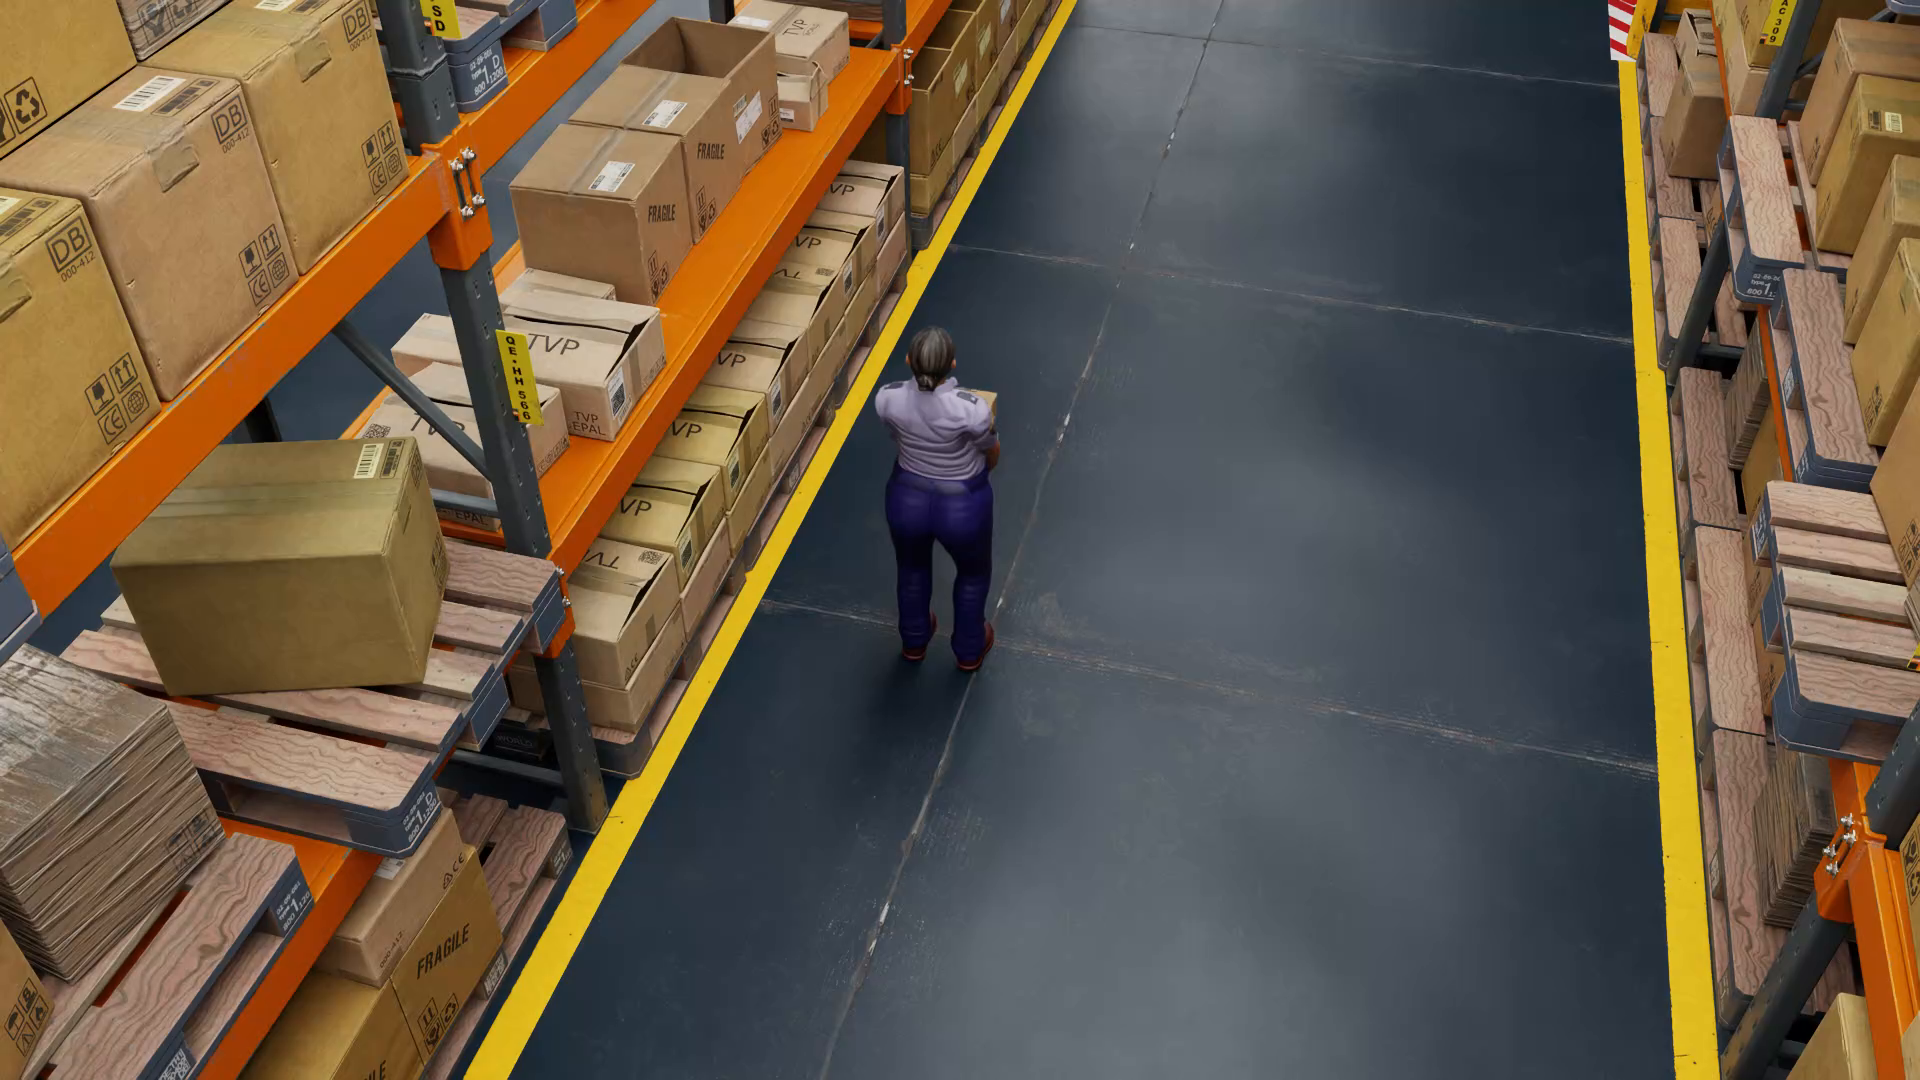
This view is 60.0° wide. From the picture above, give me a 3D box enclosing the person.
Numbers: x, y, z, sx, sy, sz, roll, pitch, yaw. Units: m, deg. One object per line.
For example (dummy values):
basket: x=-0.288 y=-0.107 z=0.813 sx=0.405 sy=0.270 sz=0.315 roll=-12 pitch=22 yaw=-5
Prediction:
person: x=-0.069 y=0.083 z=6.549 sx=0.412 sy=1.030 sz=0.413 roll=10 pitch=42 yaw=11
